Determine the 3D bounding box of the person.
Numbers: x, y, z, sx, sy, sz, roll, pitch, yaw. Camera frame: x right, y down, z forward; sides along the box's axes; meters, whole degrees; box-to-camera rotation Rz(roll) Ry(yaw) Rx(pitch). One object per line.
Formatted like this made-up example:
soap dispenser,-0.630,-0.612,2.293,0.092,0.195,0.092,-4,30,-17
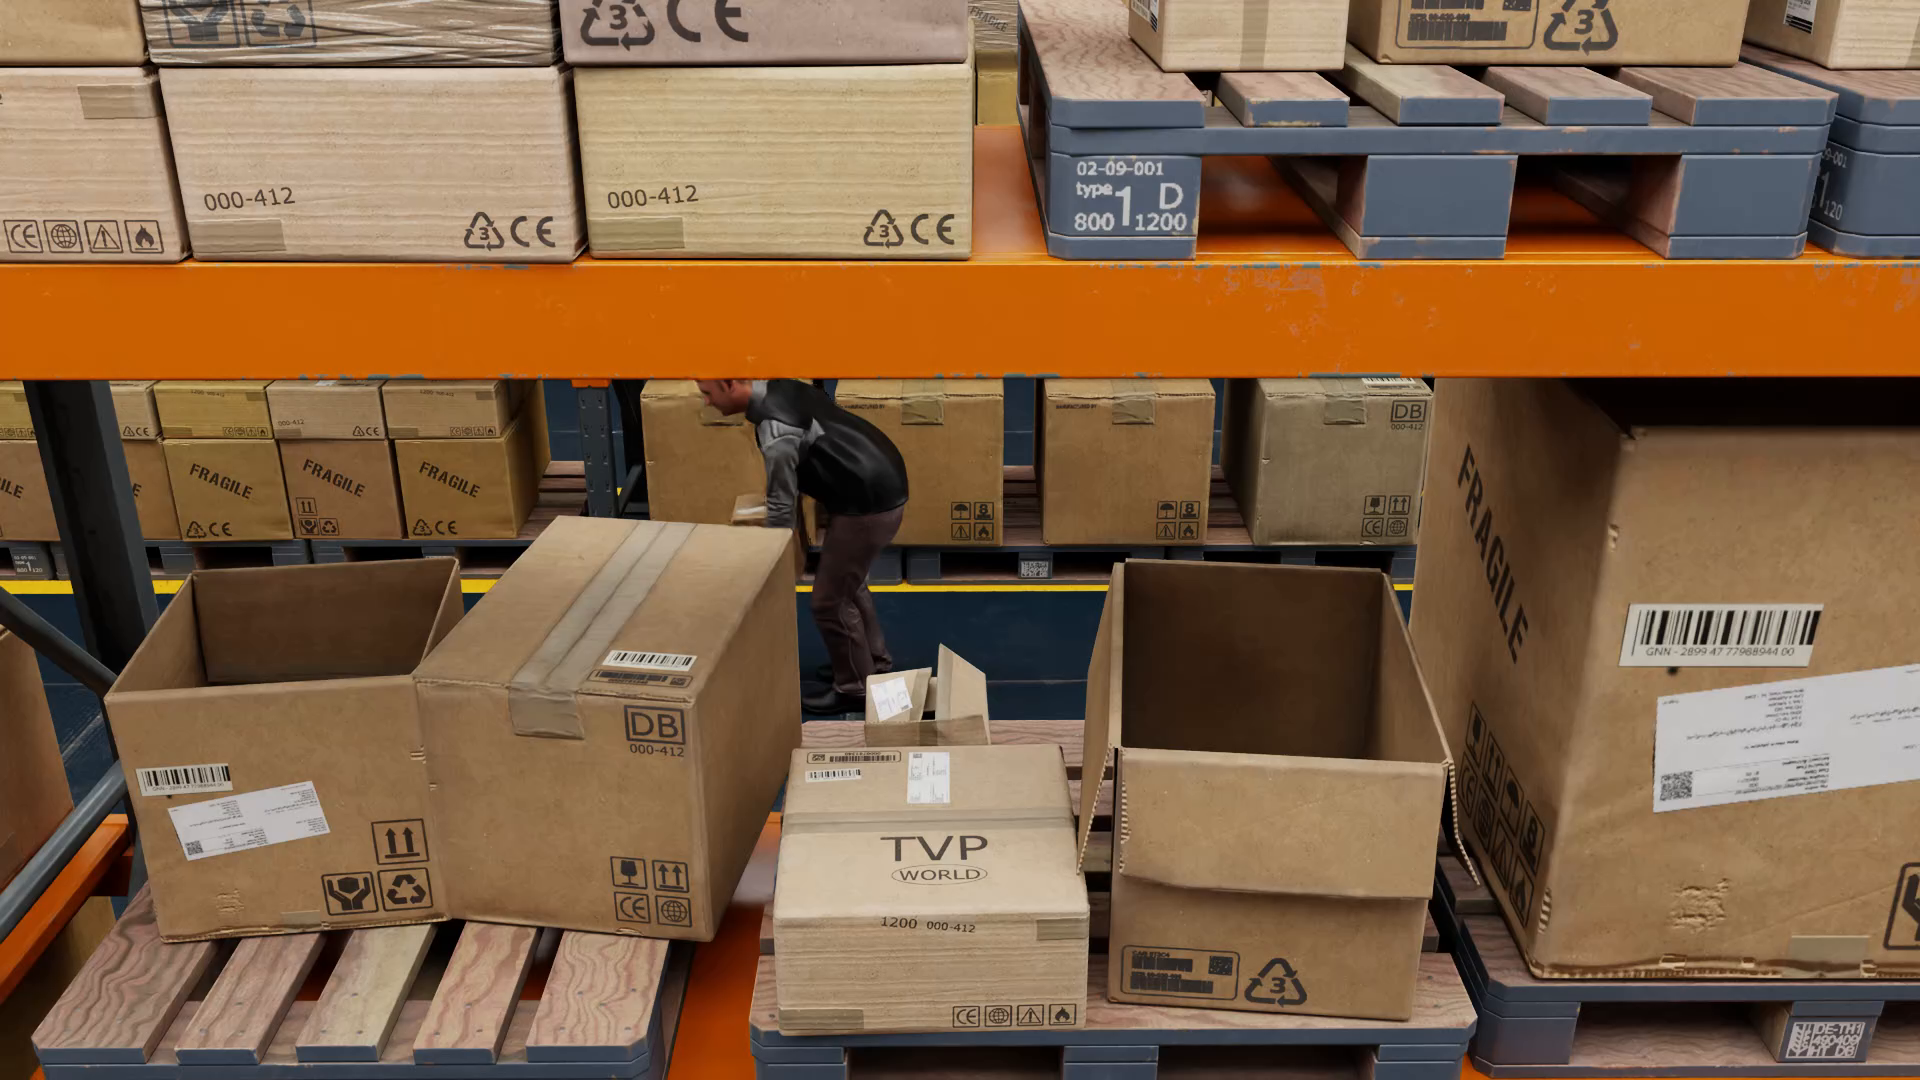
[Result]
person,-0.509,-0.109,6.484,0.611,1.641,0.472,-1,24,-1
